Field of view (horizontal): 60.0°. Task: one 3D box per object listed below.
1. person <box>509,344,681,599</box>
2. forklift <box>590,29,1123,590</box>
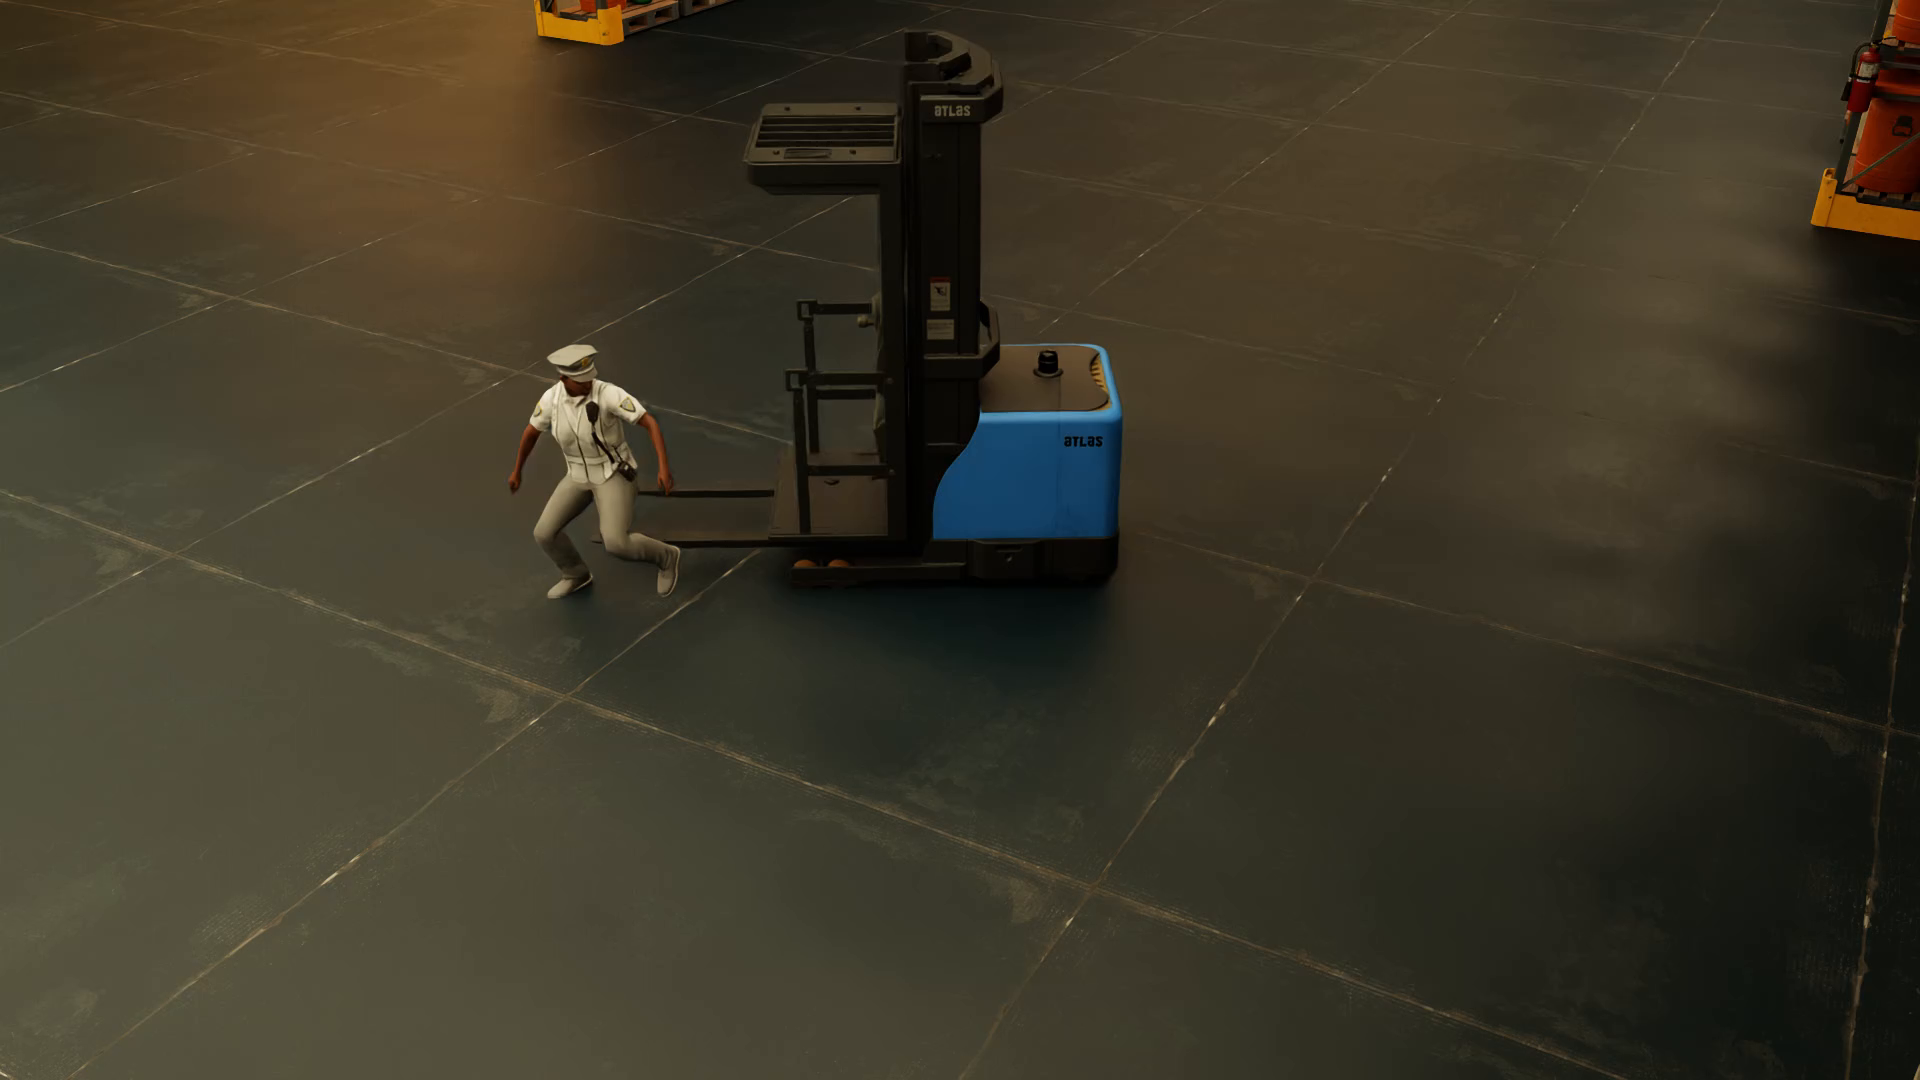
[{"bbox_3d":[-2.033,-0.340,9.100,0.934,1.542,0.489,12,32,20],"label":"person"},{"bbox_3d":[-0.618,-1.254,9.244,3.031,2.935,1.130,-1,30,-1],"label":"forklift"}]
